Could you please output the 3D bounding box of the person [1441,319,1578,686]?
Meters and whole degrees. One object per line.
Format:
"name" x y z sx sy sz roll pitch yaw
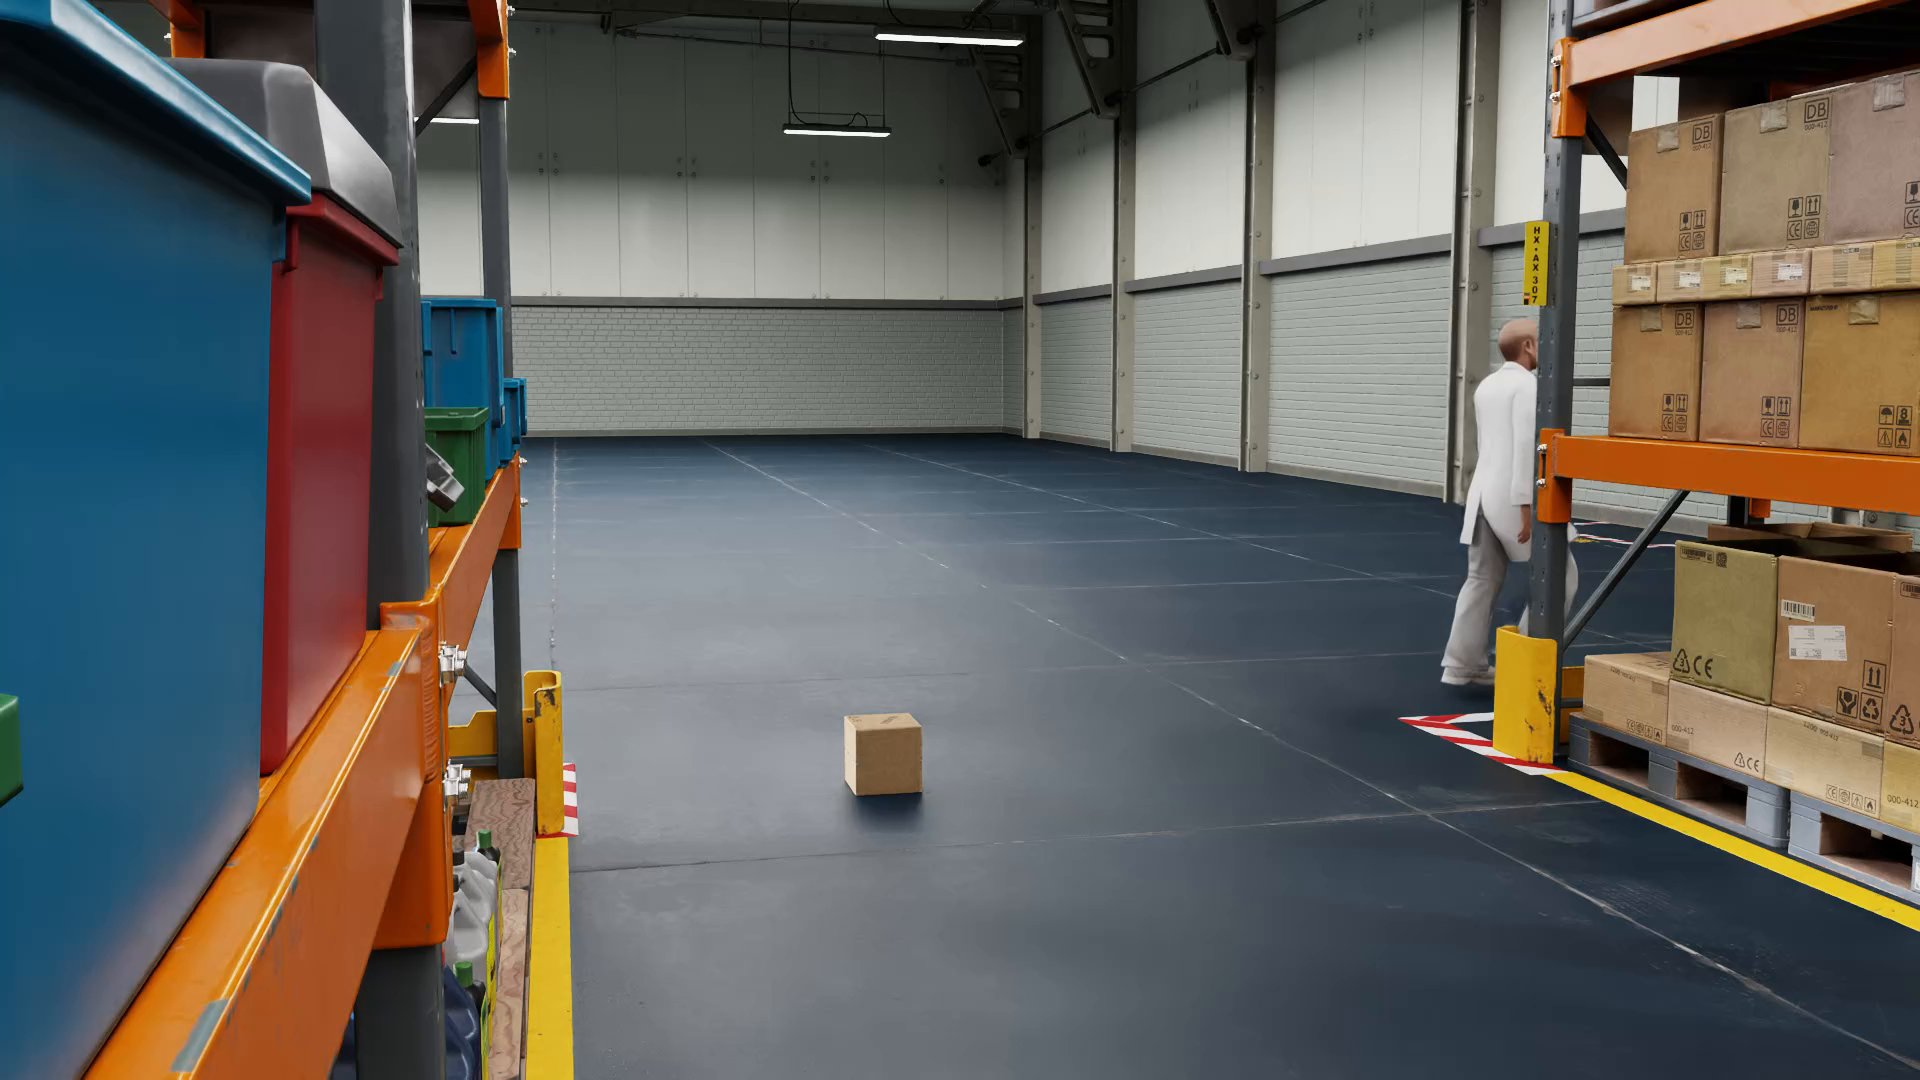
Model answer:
"person" 2.623 -0.120 7.932 0.576 1.857 0.662 -2 6 -14
